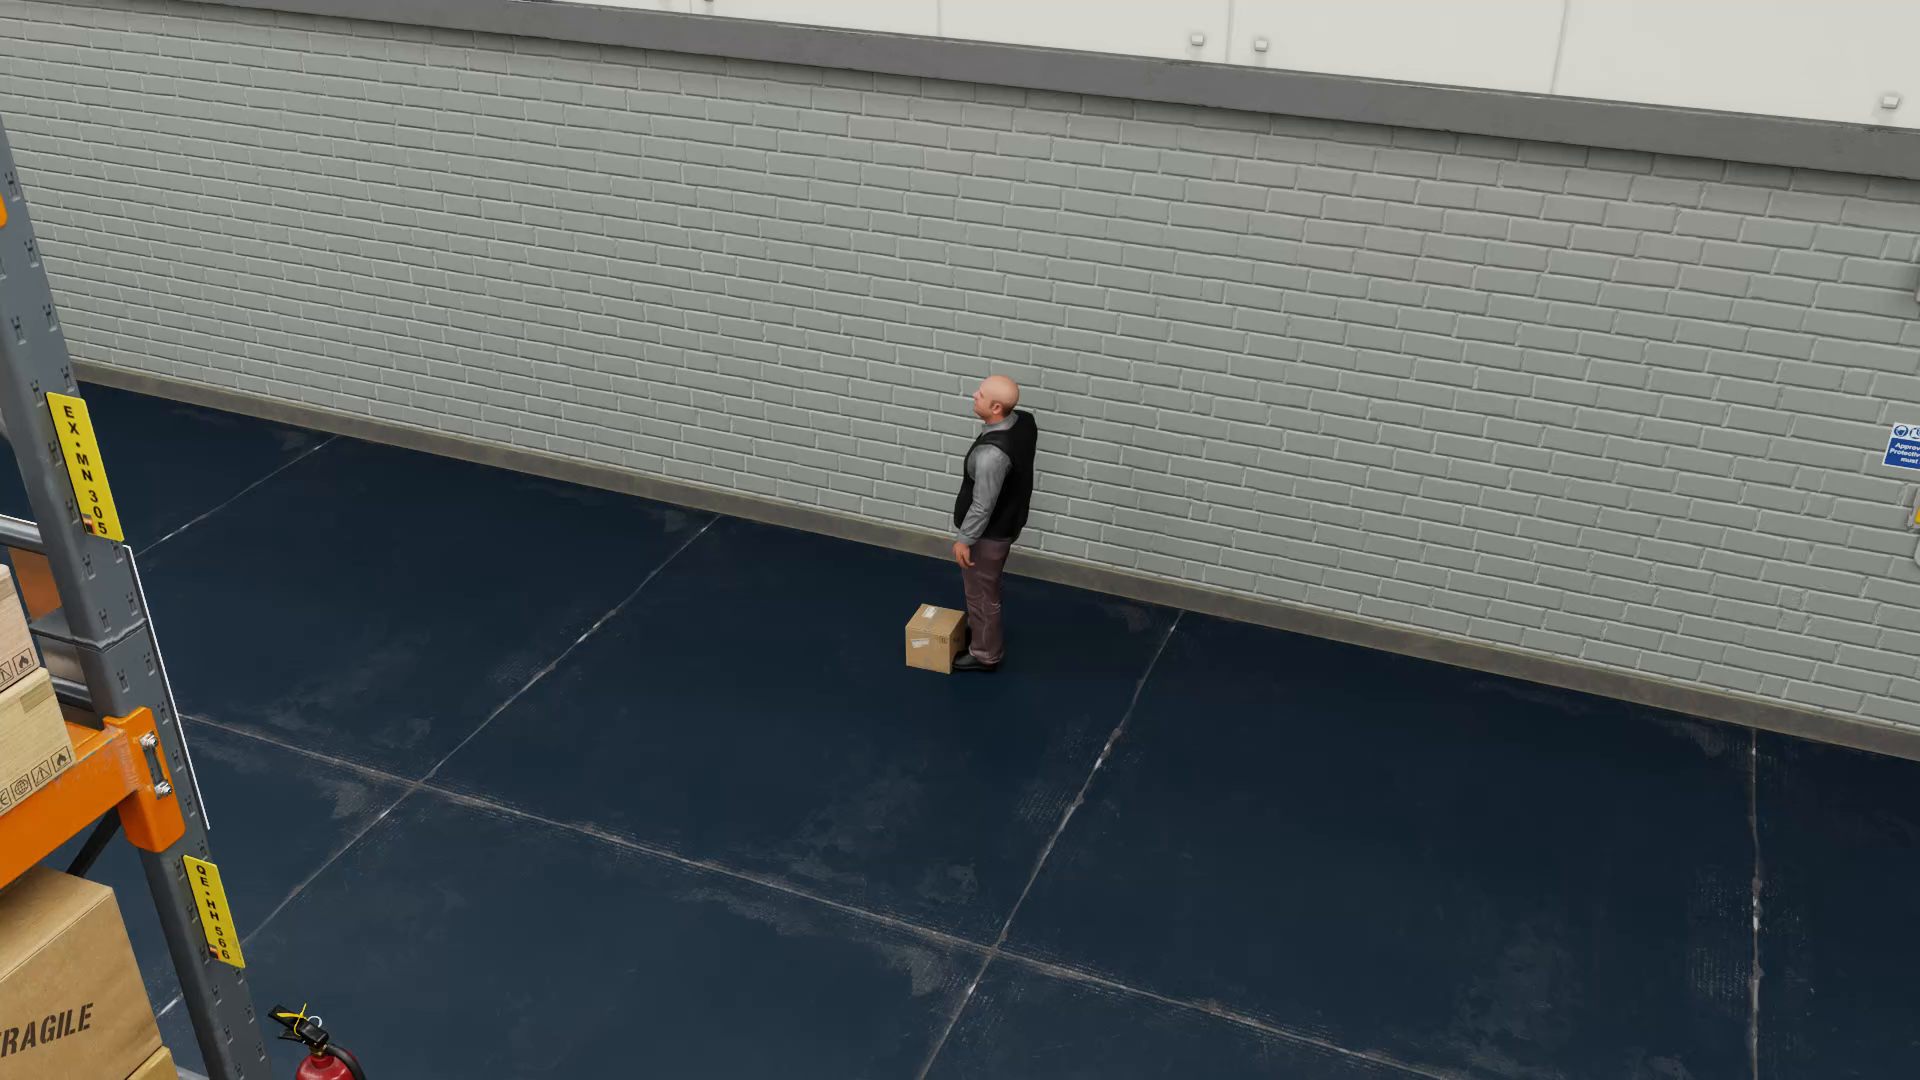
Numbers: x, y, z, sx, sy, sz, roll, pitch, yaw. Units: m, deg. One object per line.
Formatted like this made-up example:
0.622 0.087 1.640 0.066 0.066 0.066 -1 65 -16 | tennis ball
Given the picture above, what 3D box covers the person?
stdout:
0.091 -0.087 8.562 0.565 1.722 0.633 11 31 19 | person
